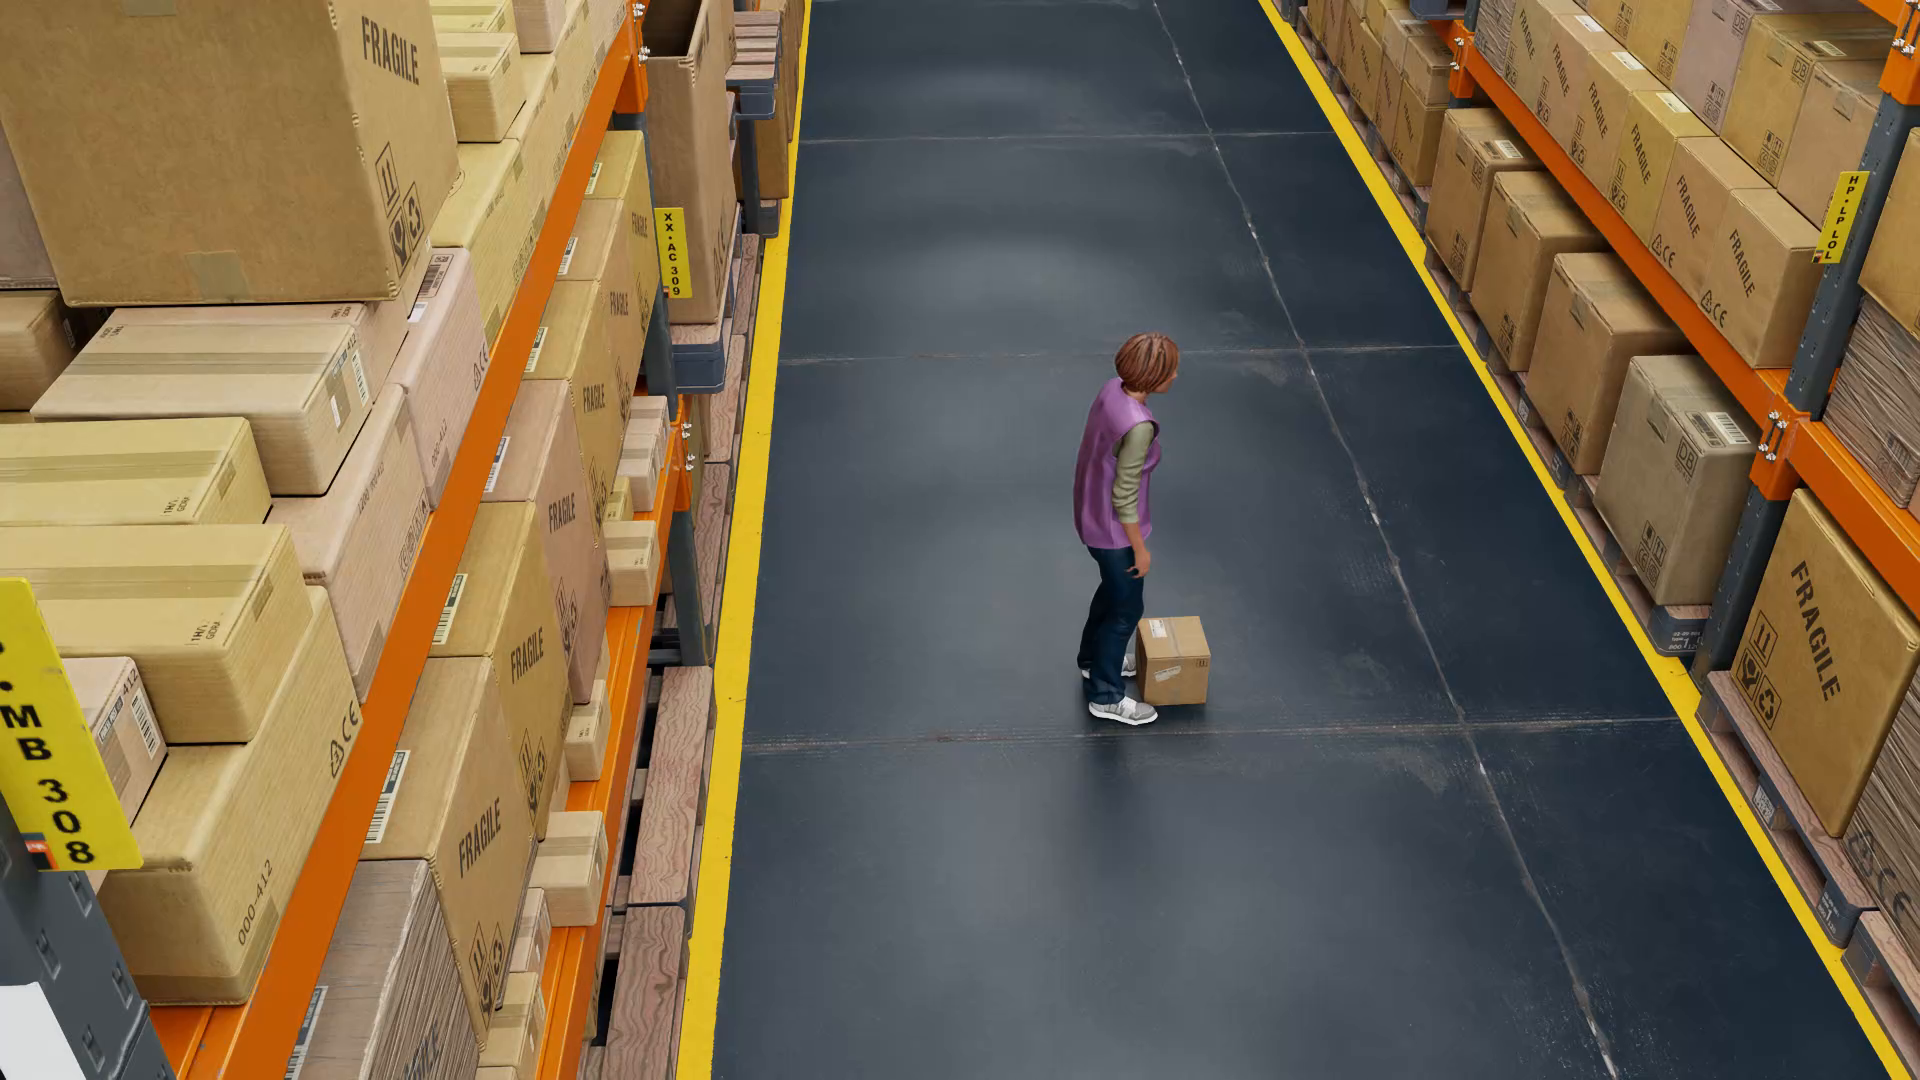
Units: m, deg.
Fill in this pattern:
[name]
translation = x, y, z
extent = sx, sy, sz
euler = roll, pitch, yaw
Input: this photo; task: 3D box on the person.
[person]
translation = 0.602, -0.046, 6.233
extent = 0.344, 1.576, 0.480
euler = -3, 36, -4
